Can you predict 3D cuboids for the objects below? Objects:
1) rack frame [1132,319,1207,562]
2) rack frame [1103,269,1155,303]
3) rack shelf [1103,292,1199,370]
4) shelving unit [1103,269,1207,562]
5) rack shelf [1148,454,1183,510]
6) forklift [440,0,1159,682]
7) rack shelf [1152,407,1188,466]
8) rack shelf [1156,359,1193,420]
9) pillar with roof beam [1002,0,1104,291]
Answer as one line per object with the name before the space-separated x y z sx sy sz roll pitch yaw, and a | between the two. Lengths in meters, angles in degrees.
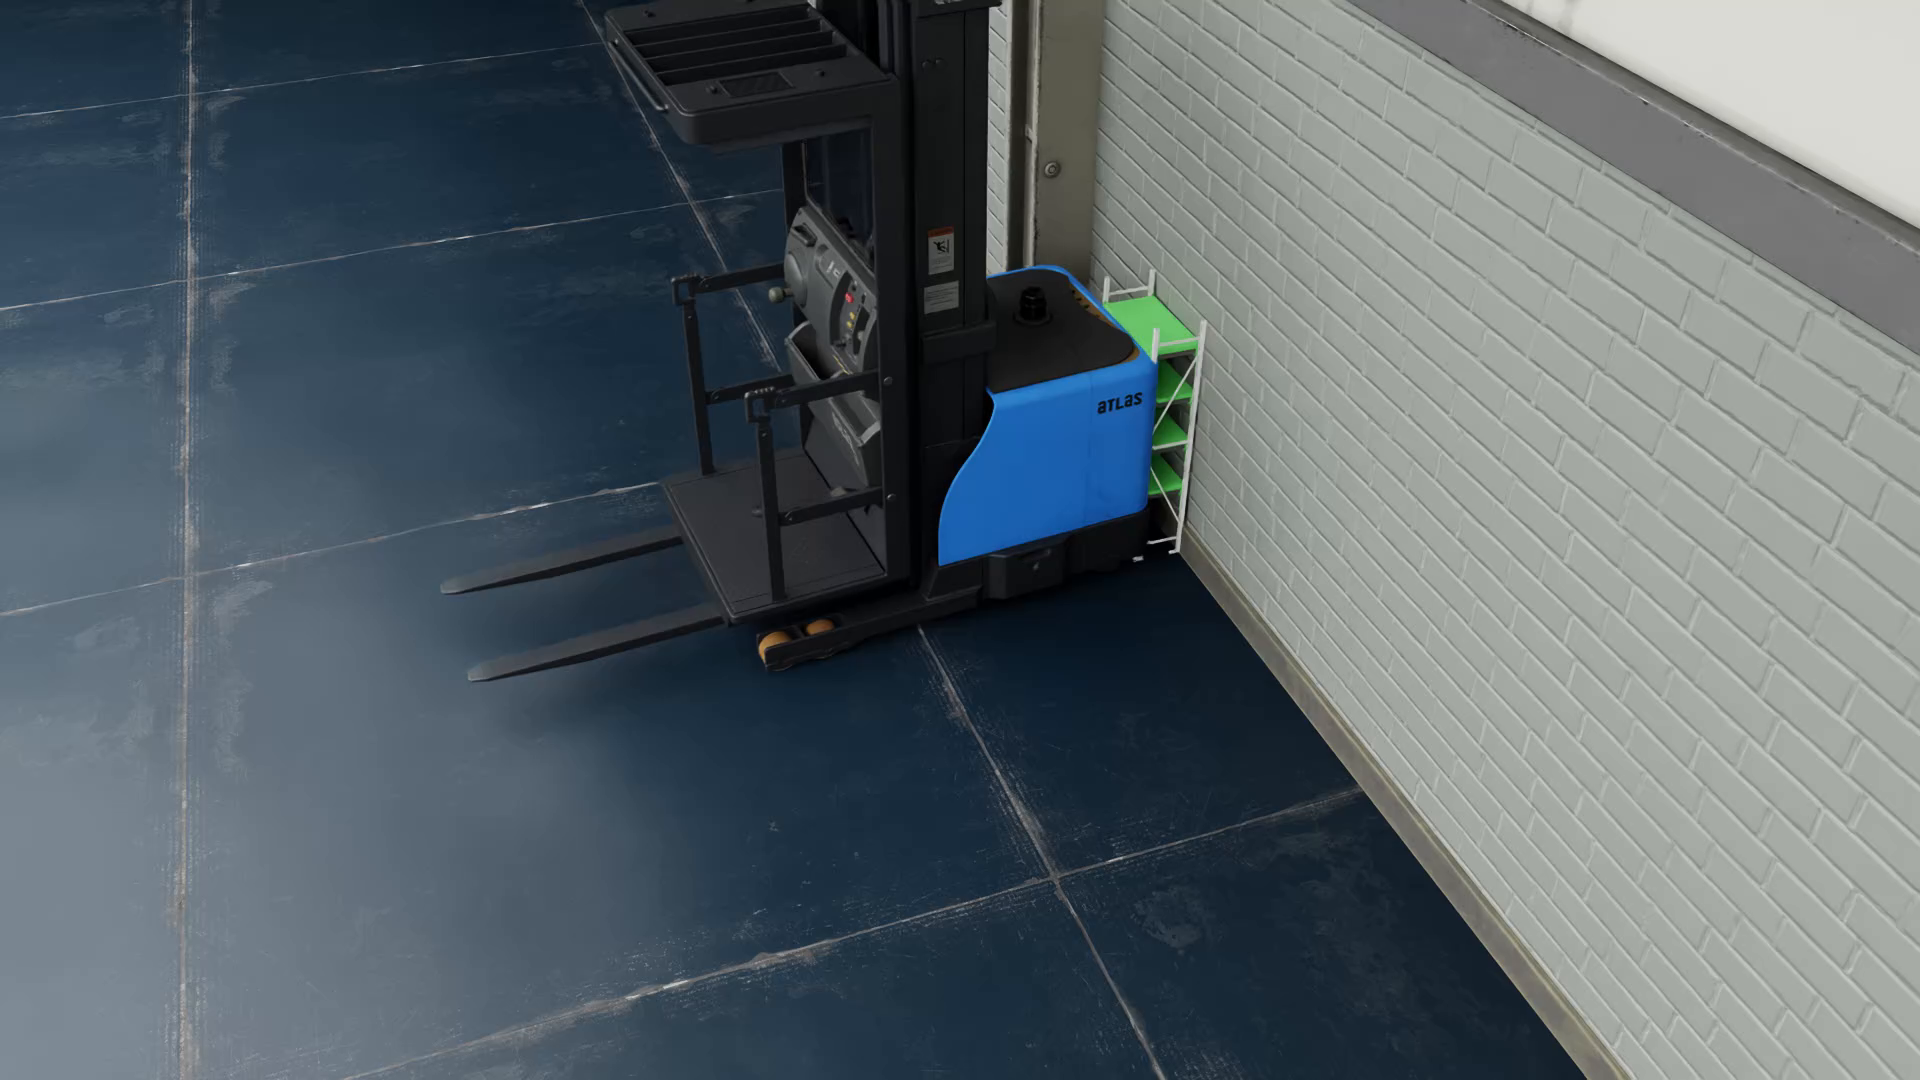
rack frame | 0.910 -0.413 7.281 0.240 1.200 0.015 -12 38 -17
rack frame | 0.738 -0.683 7.648 0.240 1.200 0.015 -12 38 -17
rack shelf | 0.830 -0.885 7.220 0.258 0.148 0.480 -12 38 -17
shelving unit | 0.824 -0.548 7.465 0.258 1.200 0.503 -12 38 -17
rack shelf | 0.819 -0.302 7.643 0.258 0.148 0.480 -12 38 -17
forklift | -0.707 -0.982 6.617 3.031 2.935 1.130 -15 39 -19
rack shelf | 0.823 -0.496 7.502 0.258 0.148 0.480 -12 38 -17
rack shelf | 0.827 -0.691 7.361 0.258 0.148 0.480 -12 38 -17
pillar with roof beam | -3.618 -3.404 4.789 9.100 9.000 0.400 -12 39 -16
